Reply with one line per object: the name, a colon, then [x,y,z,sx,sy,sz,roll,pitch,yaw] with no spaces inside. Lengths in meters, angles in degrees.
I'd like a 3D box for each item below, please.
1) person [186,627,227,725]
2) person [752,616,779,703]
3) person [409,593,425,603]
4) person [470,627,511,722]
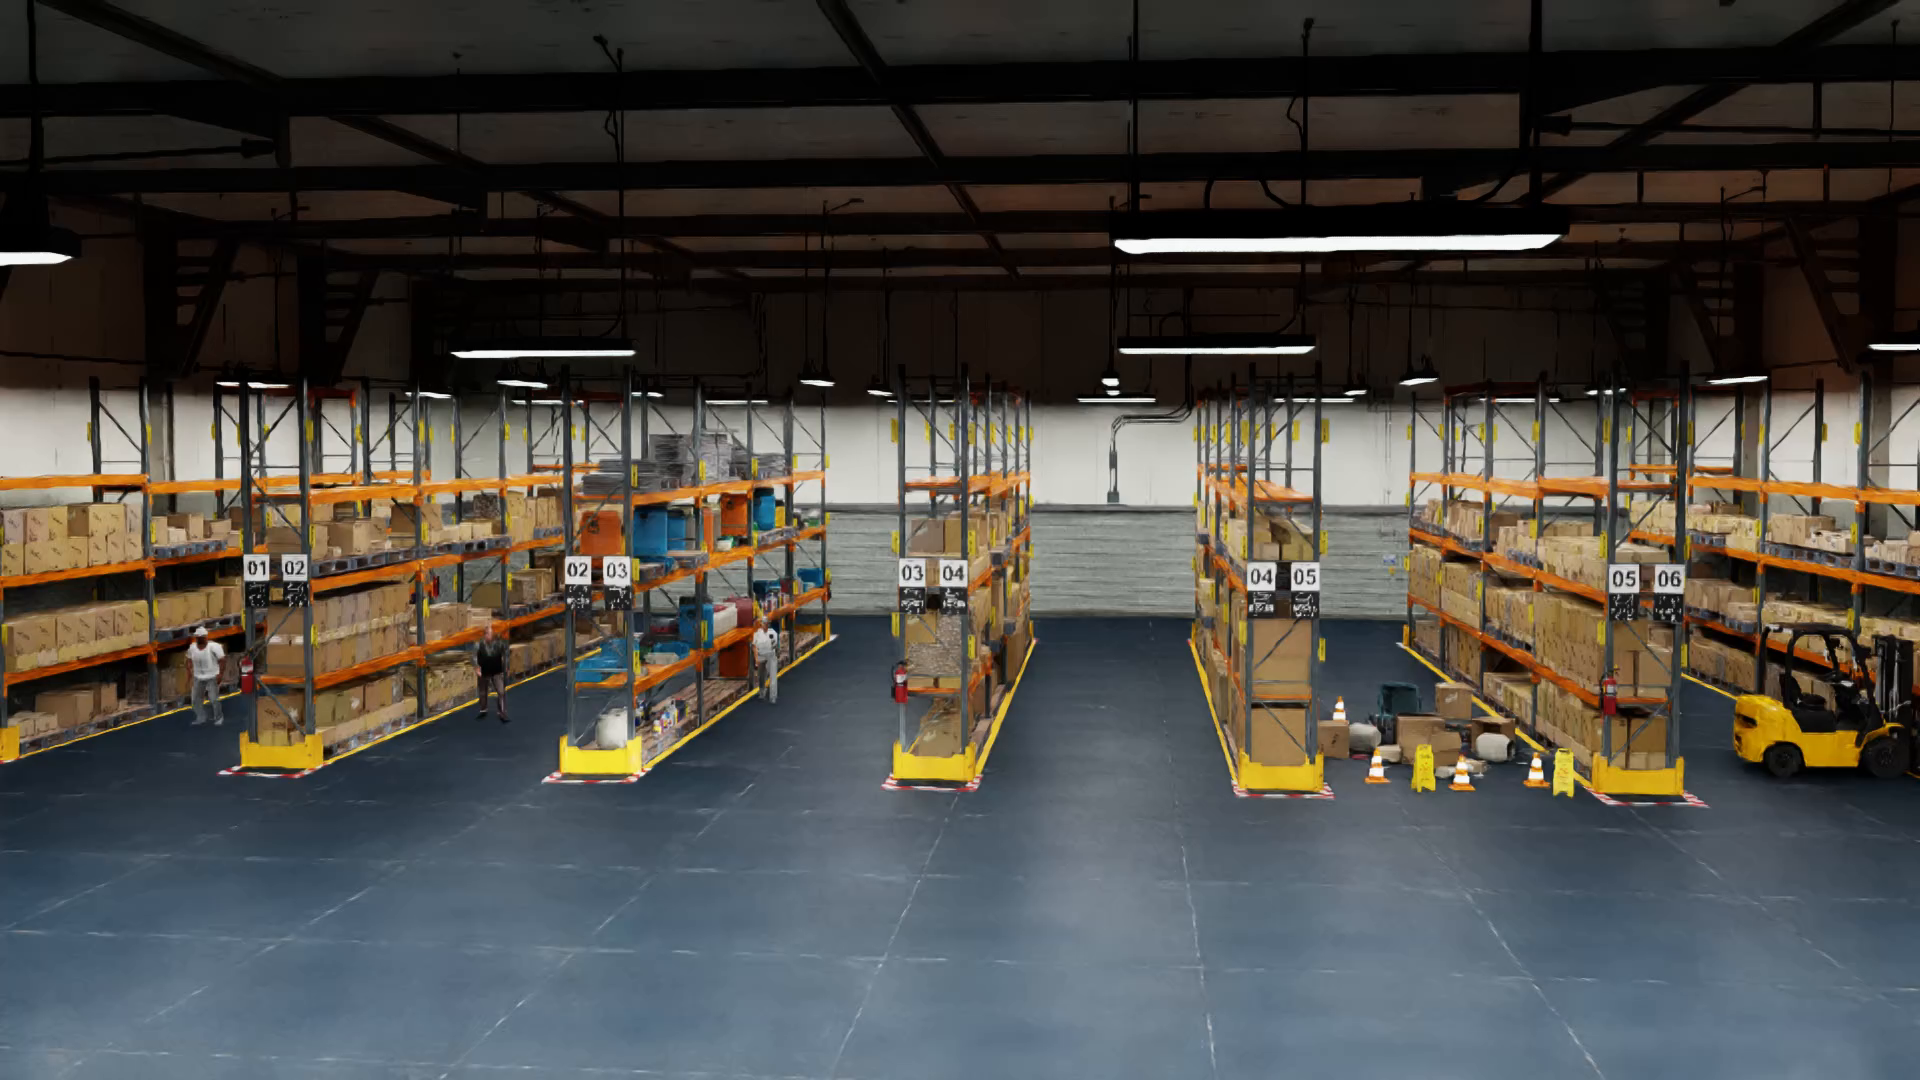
person: [-12.895,2.330,28.419,0.719,1.714,0.578,0,4,5]
person: [-3.618,2.204,30.954,0.490,1.597,0.999,0,4,-2]
person: [-14.061,1.429,42.978,0.443,1.641,0.502,3,5,40]
person: [-8.139,2.316,28.854,0.682,1.662,0.844,-1,4,-12]
